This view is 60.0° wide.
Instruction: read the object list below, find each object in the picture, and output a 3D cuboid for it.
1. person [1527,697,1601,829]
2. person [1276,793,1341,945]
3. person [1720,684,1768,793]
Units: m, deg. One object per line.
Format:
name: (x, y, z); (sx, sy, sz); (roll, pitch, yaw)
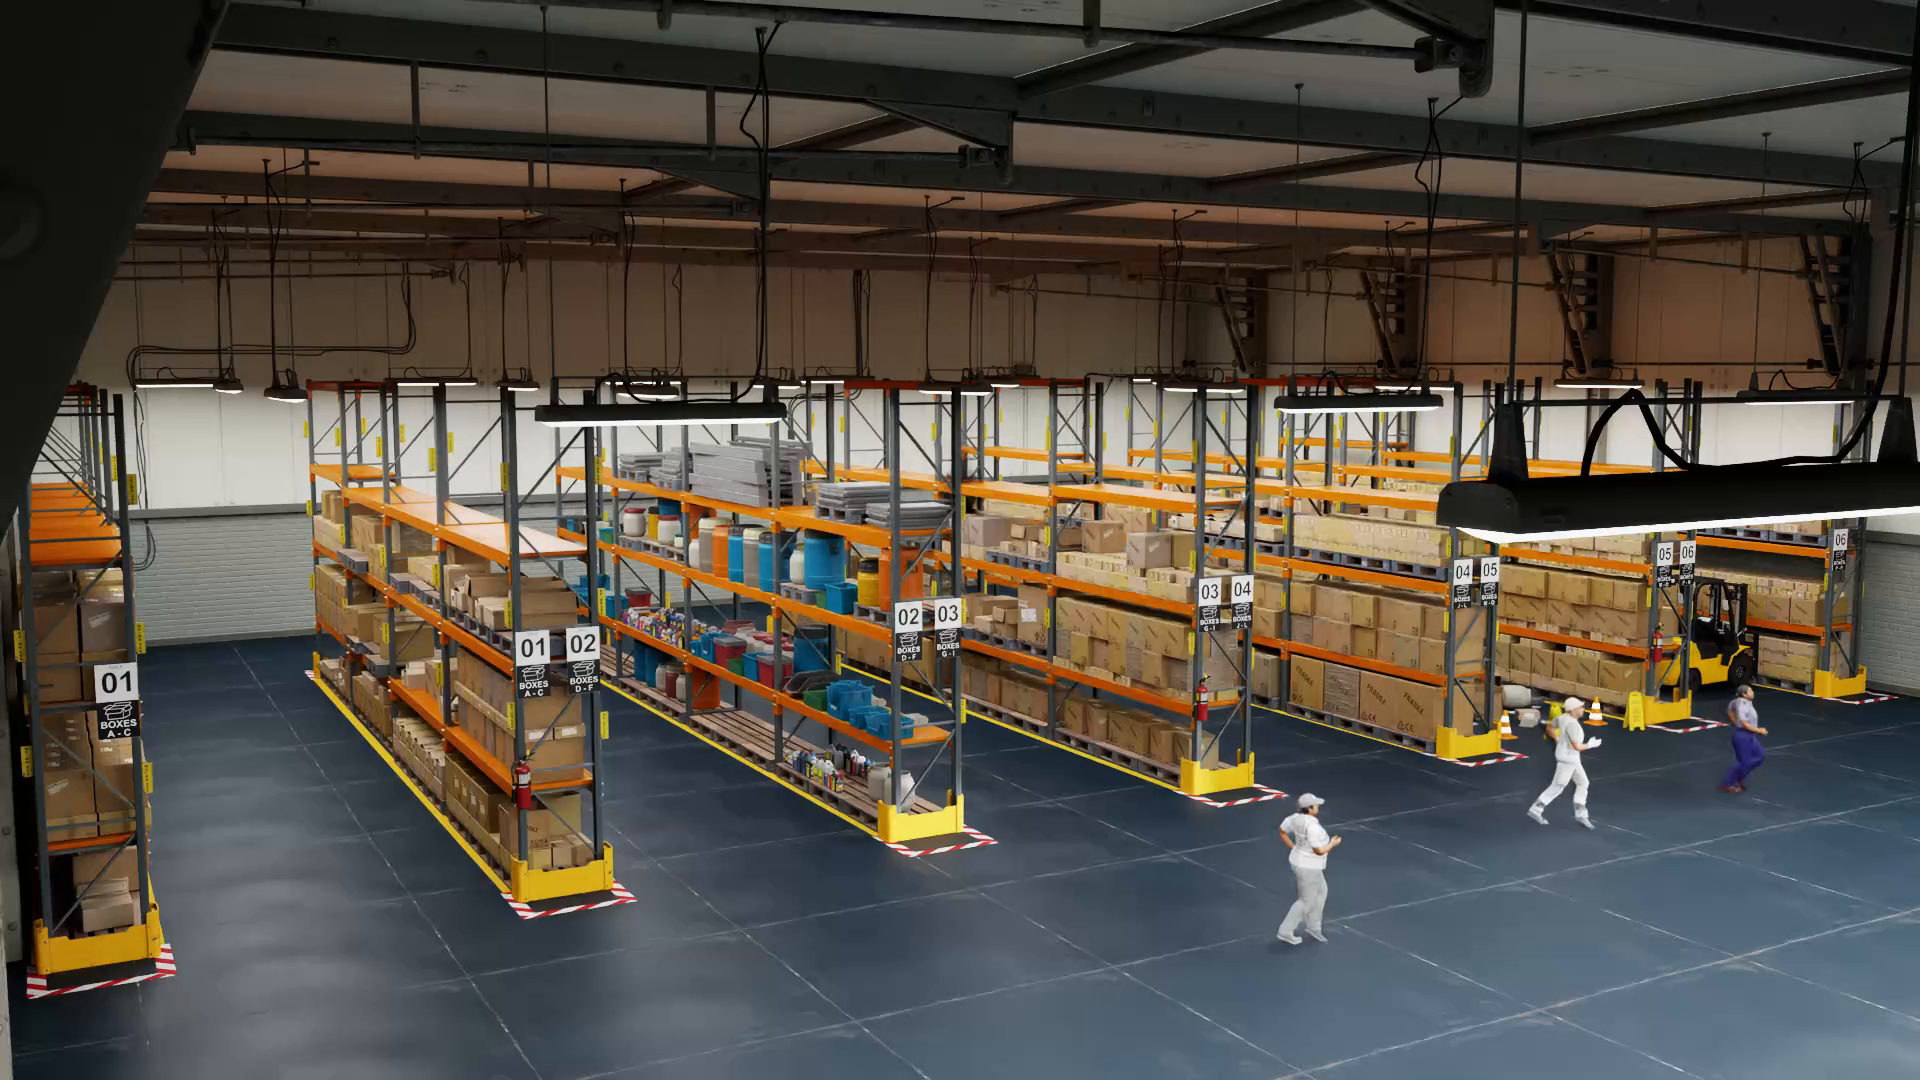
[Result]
person: (8.215, 3.038, 22.639); (0.929, 1.835, 0.675); (1, 6, 13)
person: (3.770, 3.592, 18.046); (0.708, 1.719, 0.585); (-1, 6, -8)
person: (11.577, 2.925, 24.536); (0.597, 1.600, 0.608); (2, 7, 21)
